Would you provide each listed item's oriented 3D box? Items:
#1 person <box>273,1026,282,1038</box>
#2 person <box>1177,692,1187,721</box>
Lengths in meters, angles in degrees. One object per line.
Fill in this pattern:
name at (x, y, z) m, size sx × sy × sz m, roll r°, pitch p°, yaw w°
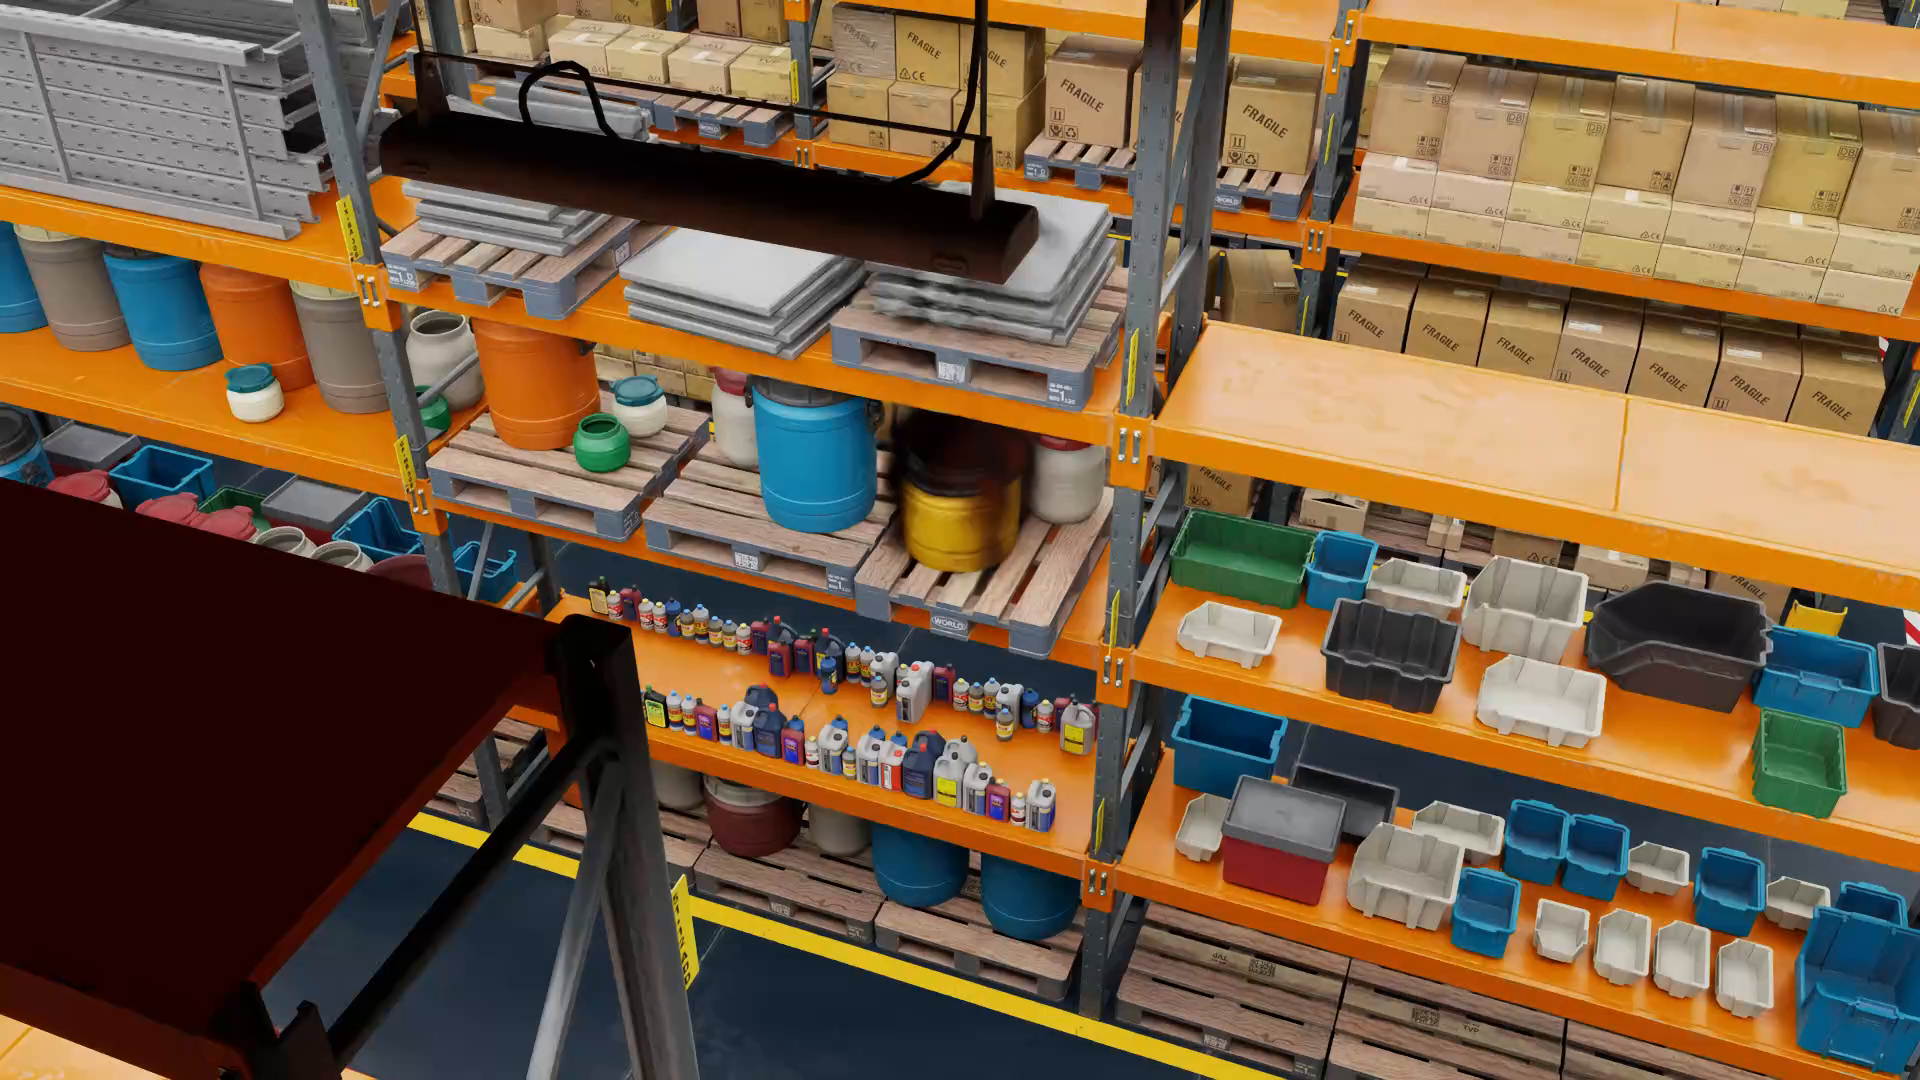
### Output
person at (-3.502, 2.875, 8.173) m, size 1.075 × 1.572 × 0.674 m, roll 19°, pitch 41°, yaw 24°
person at (1.702, 1.158, 10.465) m, size 0.644 × 1.632 × 0.626 m, roll 29°, pitch 45°, yaw 33°
